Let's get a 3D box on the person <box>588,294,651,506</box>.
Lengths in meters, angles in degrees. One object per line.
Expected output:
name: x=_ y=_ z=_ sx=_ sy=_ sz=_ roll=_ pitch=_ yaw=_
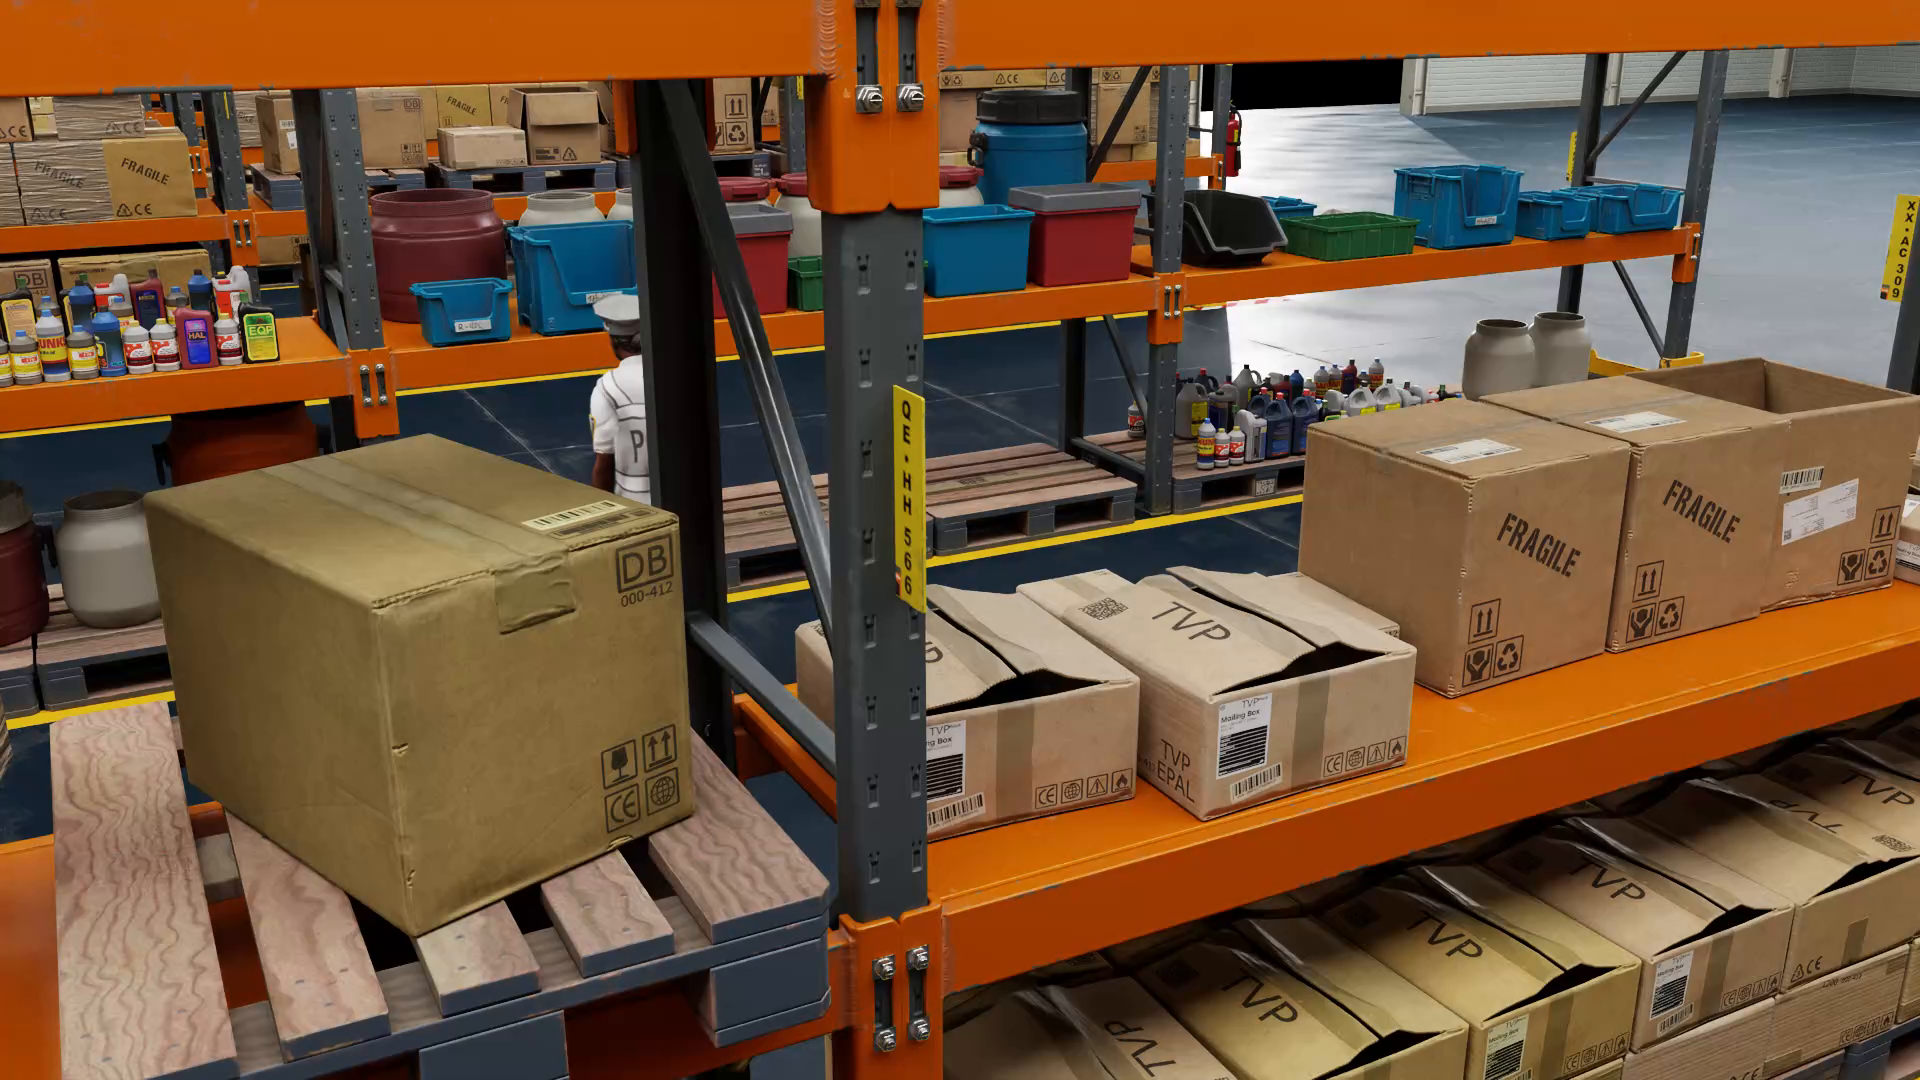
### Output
person: x=-1.160 y=-0.092 z=6.337 sx=0.522 sy=1.657 sz=0.427 roll=-11 pitch=22 yaw=-30
